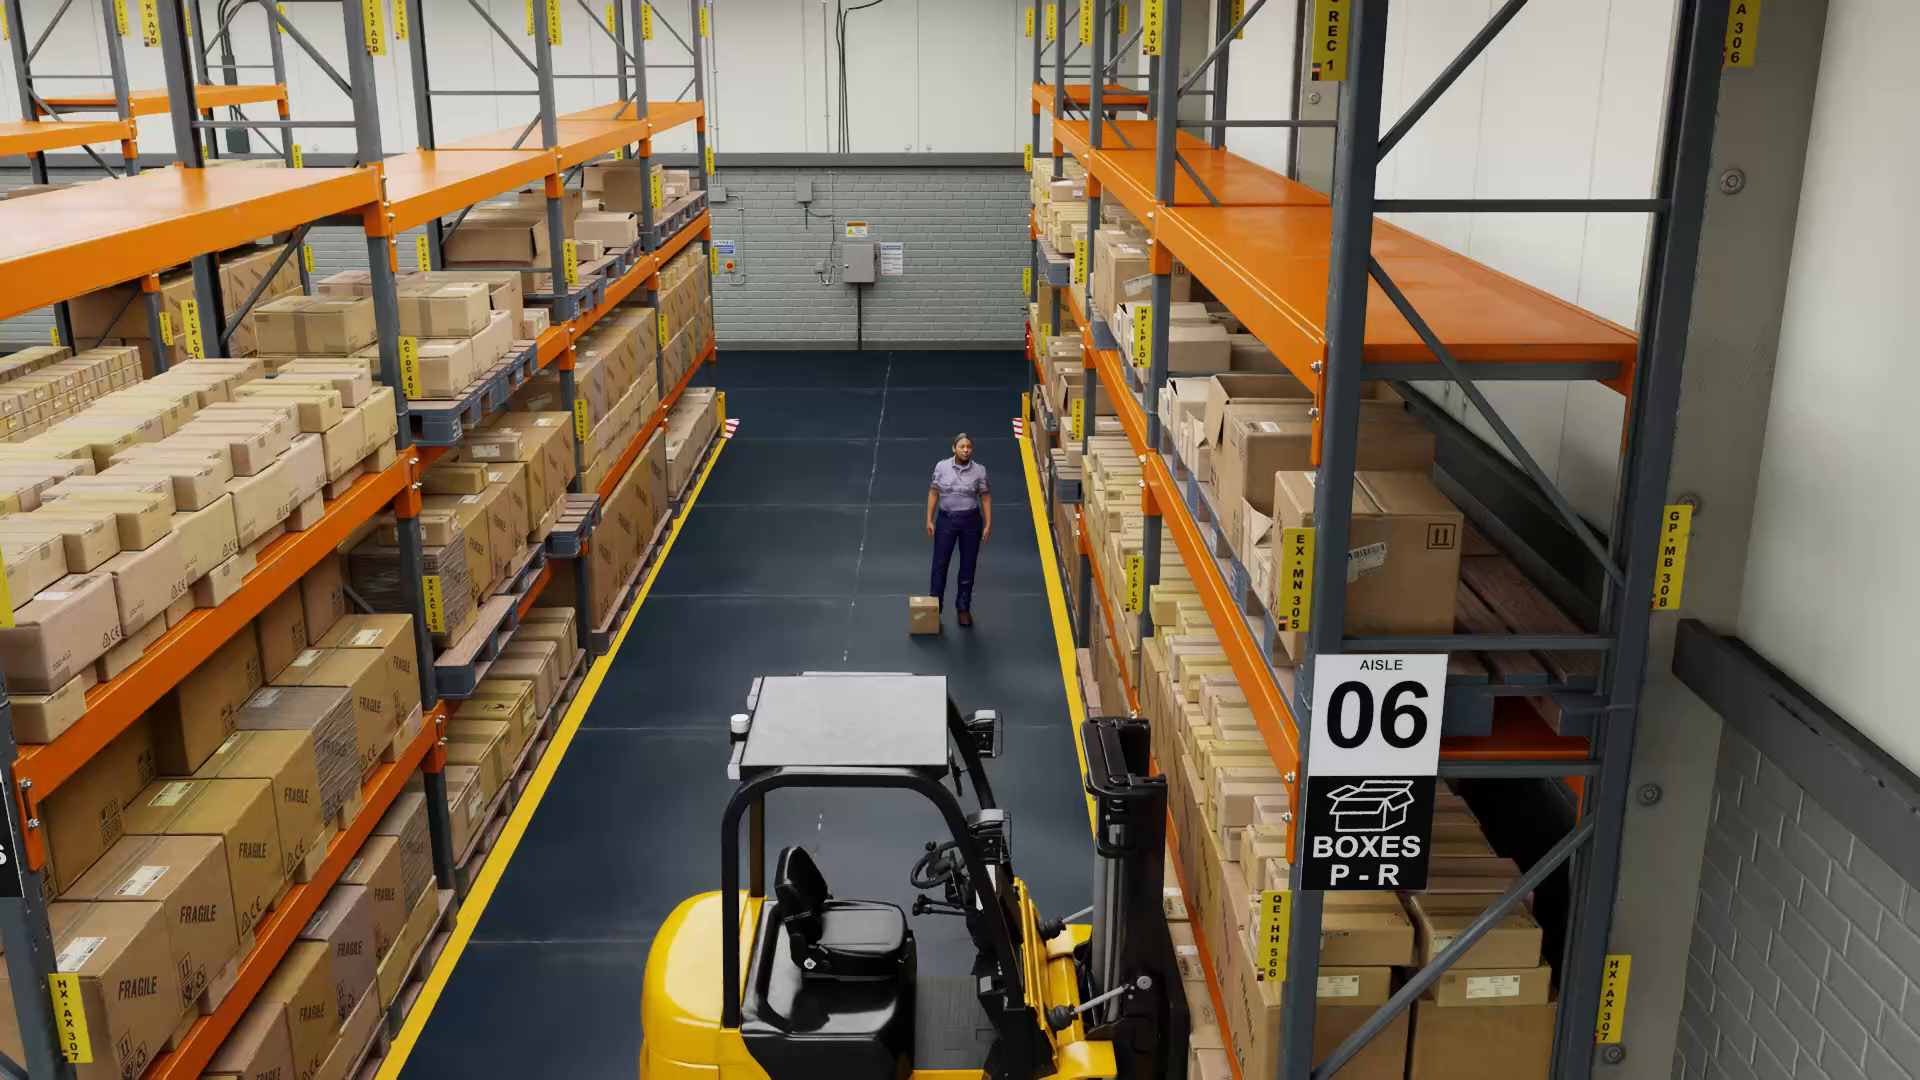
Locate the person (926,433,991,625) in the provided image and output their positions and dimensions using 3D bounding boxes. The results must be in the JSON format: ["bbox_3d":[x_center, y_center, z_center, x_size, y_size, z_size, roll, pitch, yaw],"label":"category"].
[{"bbox_3d":[-0.025,-0.081,14.298,0.598,1.651,0.502,0,17,-1],"label":"person"}]
